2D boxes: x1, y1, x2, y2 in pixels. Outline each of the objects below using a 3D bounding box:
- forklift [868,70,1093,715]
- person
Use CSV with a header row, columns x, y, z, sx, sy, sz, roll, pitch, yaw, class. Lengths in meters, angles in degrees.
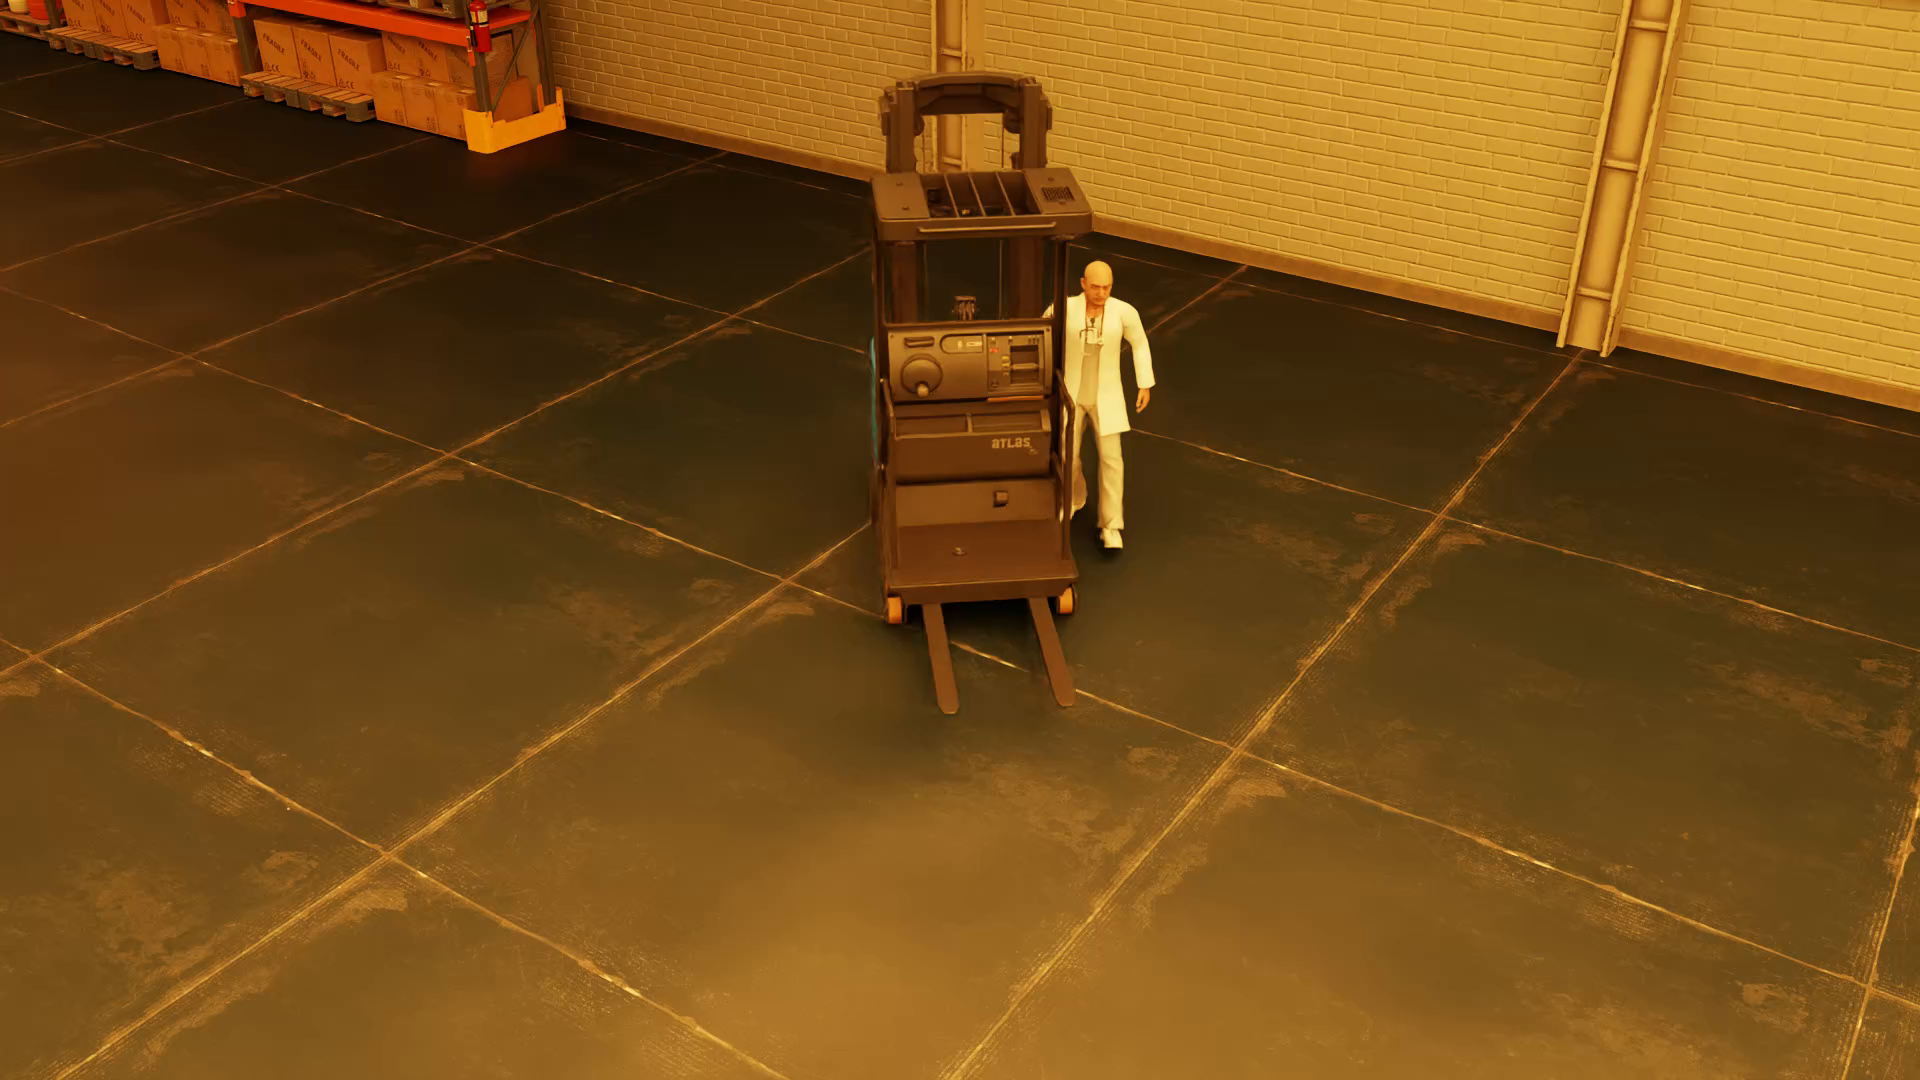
x,y,z,sx,sy,sz,roll,pitch,yaw,class
0.086,-0.958,9.232,1.130,2.935,3.031,-3,30,-5,forklift
0.792,-0.793,10.163,0.880,1.748,0.825,-1,30,-2,person
